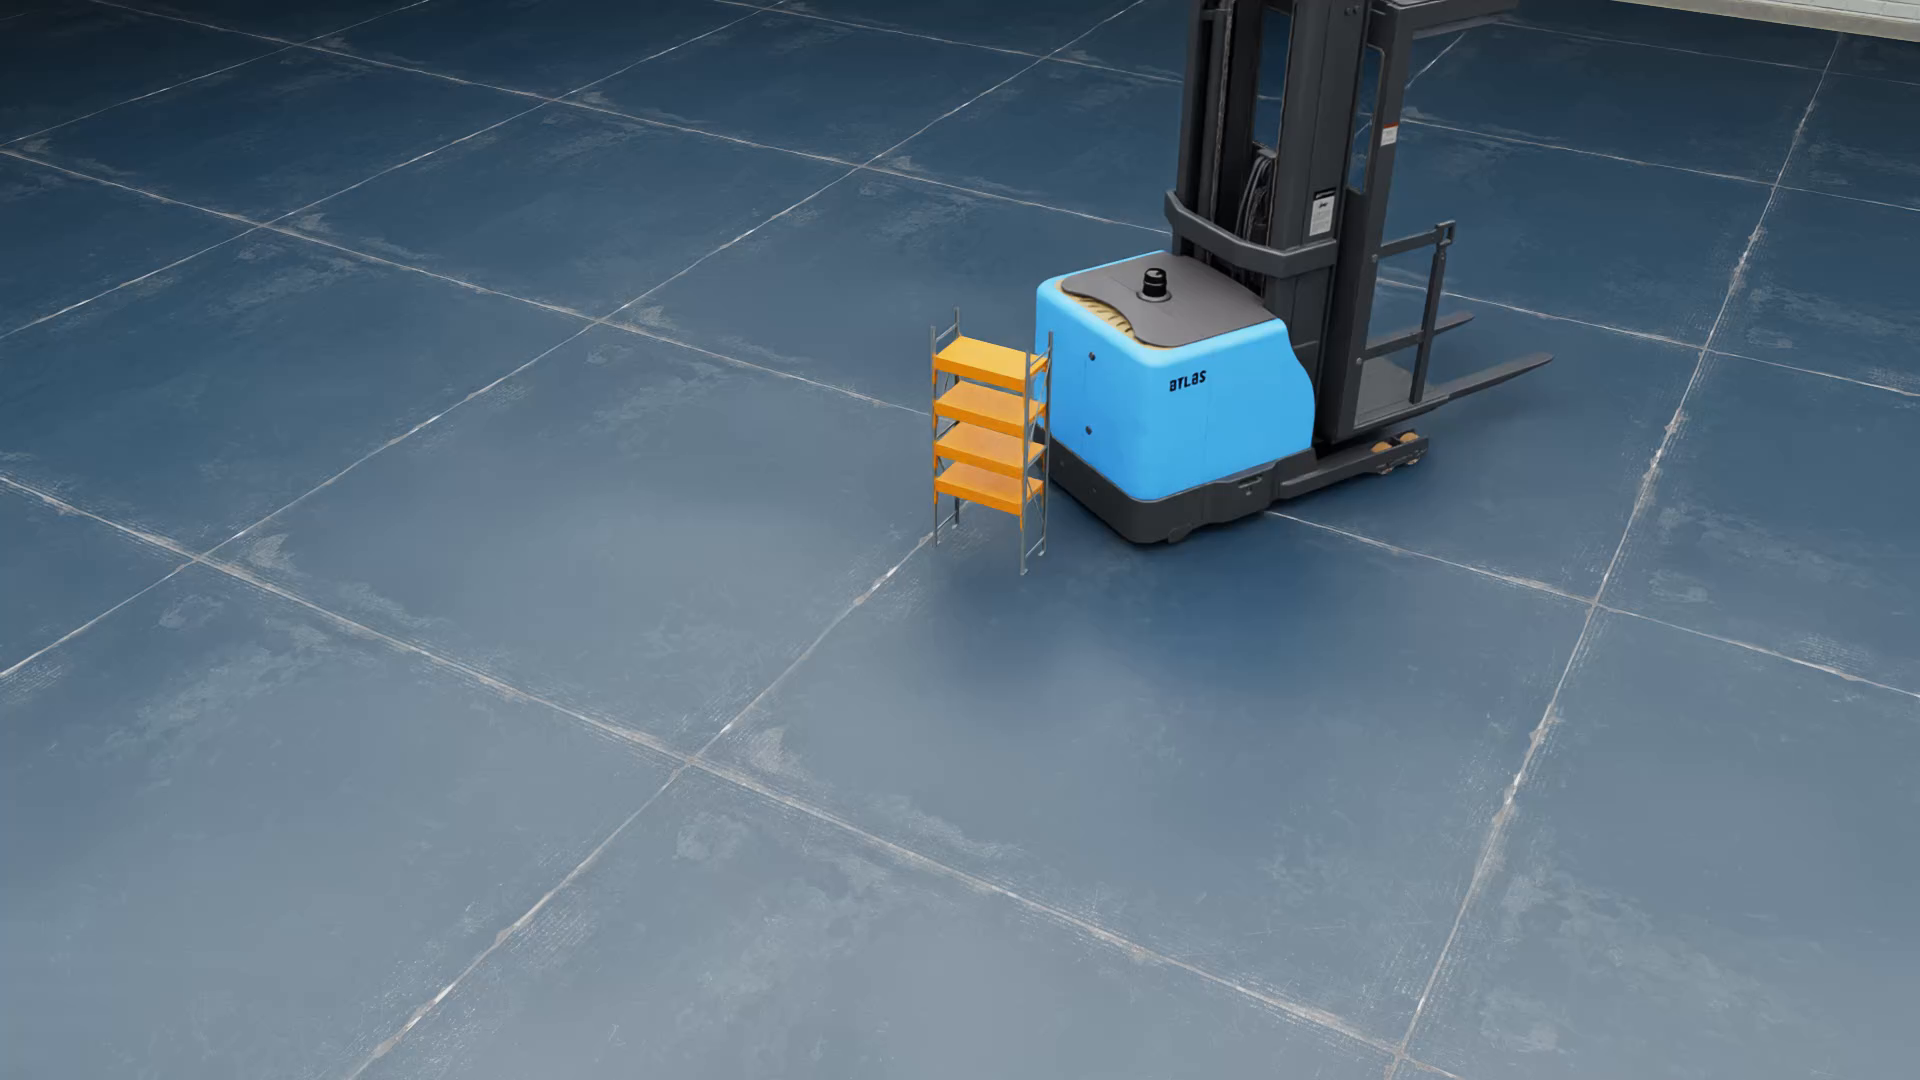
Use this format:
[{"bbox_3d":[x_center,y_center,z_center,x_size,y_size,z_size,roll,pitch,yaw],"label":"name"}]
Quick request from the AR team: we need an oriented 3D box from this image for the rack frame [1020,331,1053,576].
[{"bbox_3d":[0.356,-0.387,7.748,0.015,1.200,0.240,18,37,24],"label":"rack frame"}]

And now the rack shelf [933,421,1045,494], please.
[{"bbox_3d":[0.144,-0.398,7.886,0.480,0.148,0.258,18,37,24],"label":"rack shelf"}]

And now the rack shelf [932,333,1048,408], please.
[{"bbox_3d":[0.144,-0.781,7.631,0.480,0.148,0.258,18,37,24],"label":"rack shelf"}]

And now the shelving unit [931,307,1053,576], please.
[{"bbox_3d":[0.144,-0.454,7.849,0.503,1.200,0.258,18,37,24],"label":"shelving unit"}]

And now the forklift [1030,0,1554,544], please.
[{"bbox_3d":[1.895,-1.800,8.308,3.031,2.935,1.130,-18,38,-25],"label":"forklift"}]

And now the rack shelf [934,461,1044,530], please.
[{"bbox_3d":[0.144,-0.233,7.996,0.480,0.148,0.258,18,37,24],"label":"rack shelf"}]

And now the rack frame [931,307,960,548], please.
[{"bbox_3d":[-0.068,-0.521,7.950,0.015,1.200,0.240,18,37,24],"label":"rack frame"}]

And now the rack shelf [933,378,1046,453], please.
[{"bbox_3d":[0.144,-0.584,7.762,0.480,0.148,0.258,18,37,24],"label":"rack shelf"}]
